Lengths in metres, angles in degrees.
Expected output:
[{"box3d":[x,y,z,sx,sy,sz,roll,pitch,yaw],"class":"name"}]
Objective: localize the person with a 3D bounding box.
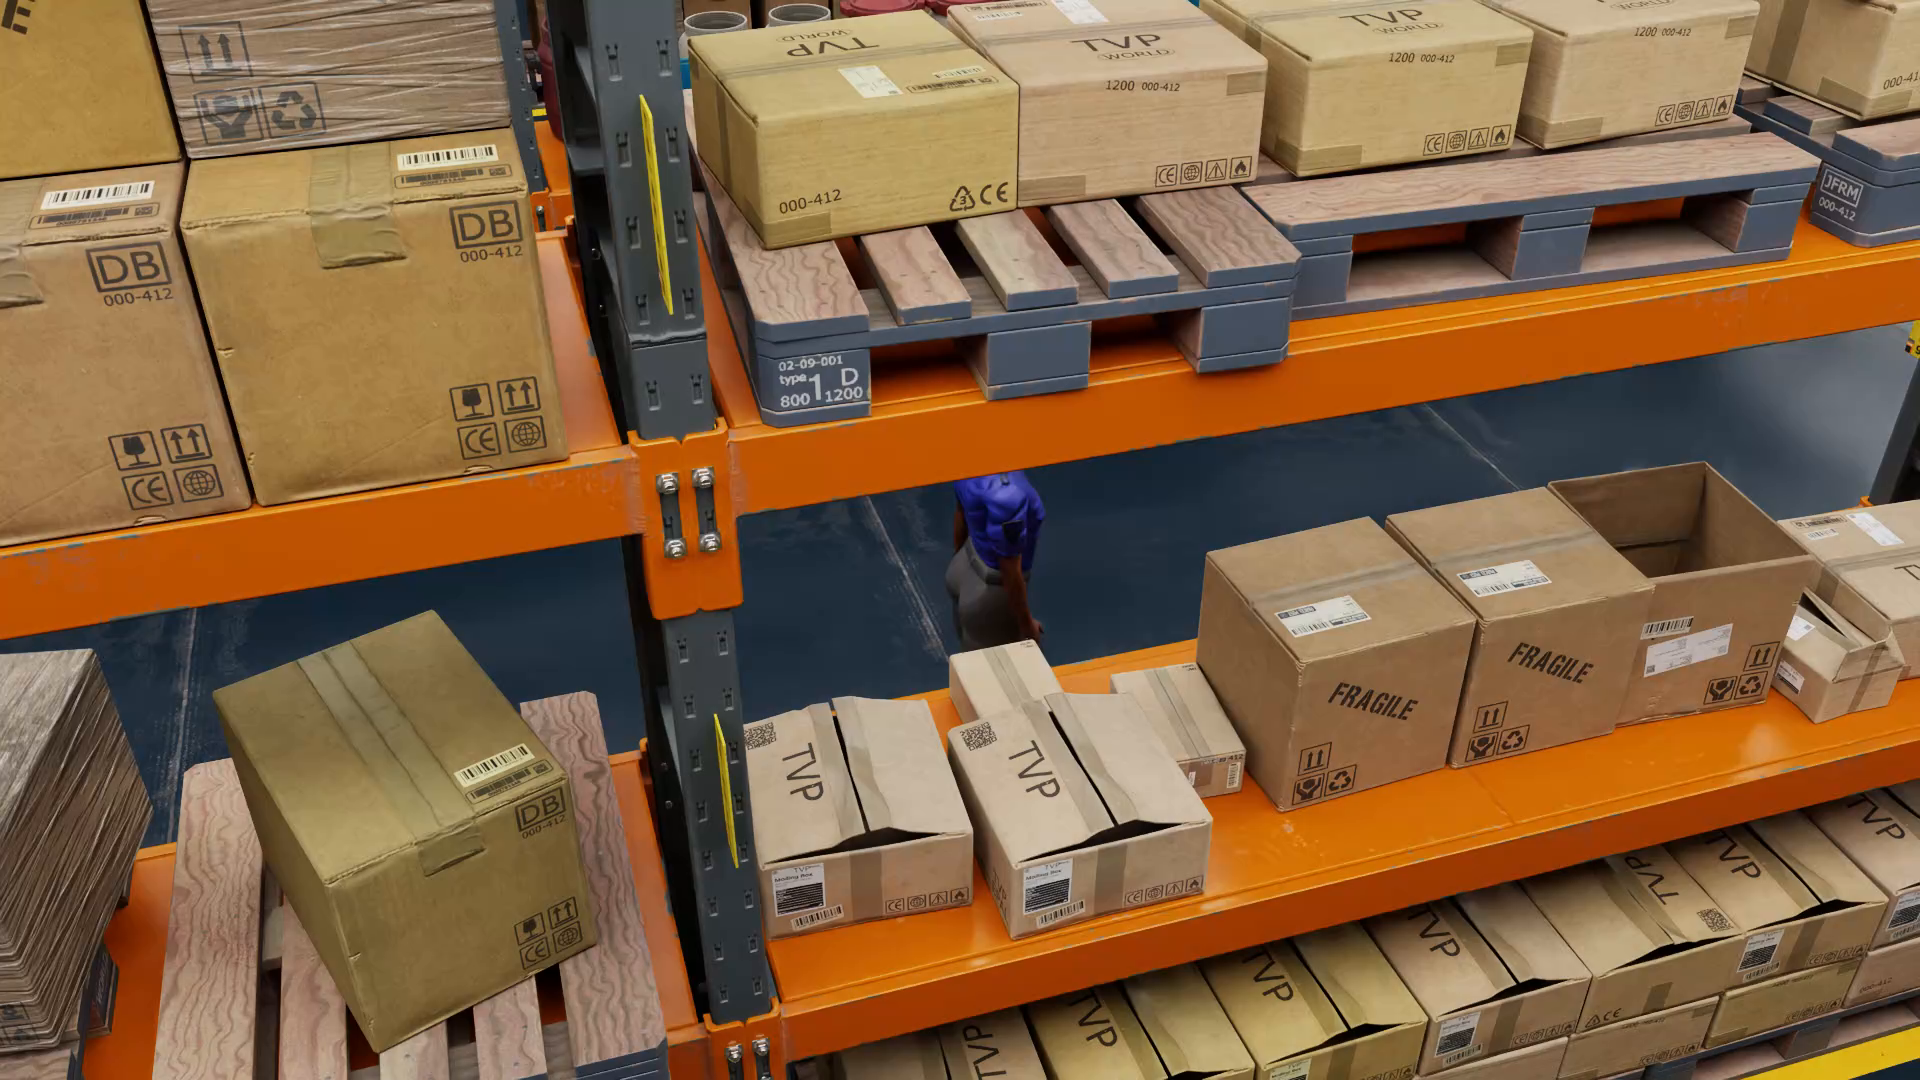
[{"box3d":[0.107,0.192,5.858,0.413,1.659,0.503,-10,35,-14],"class":"person"}]
